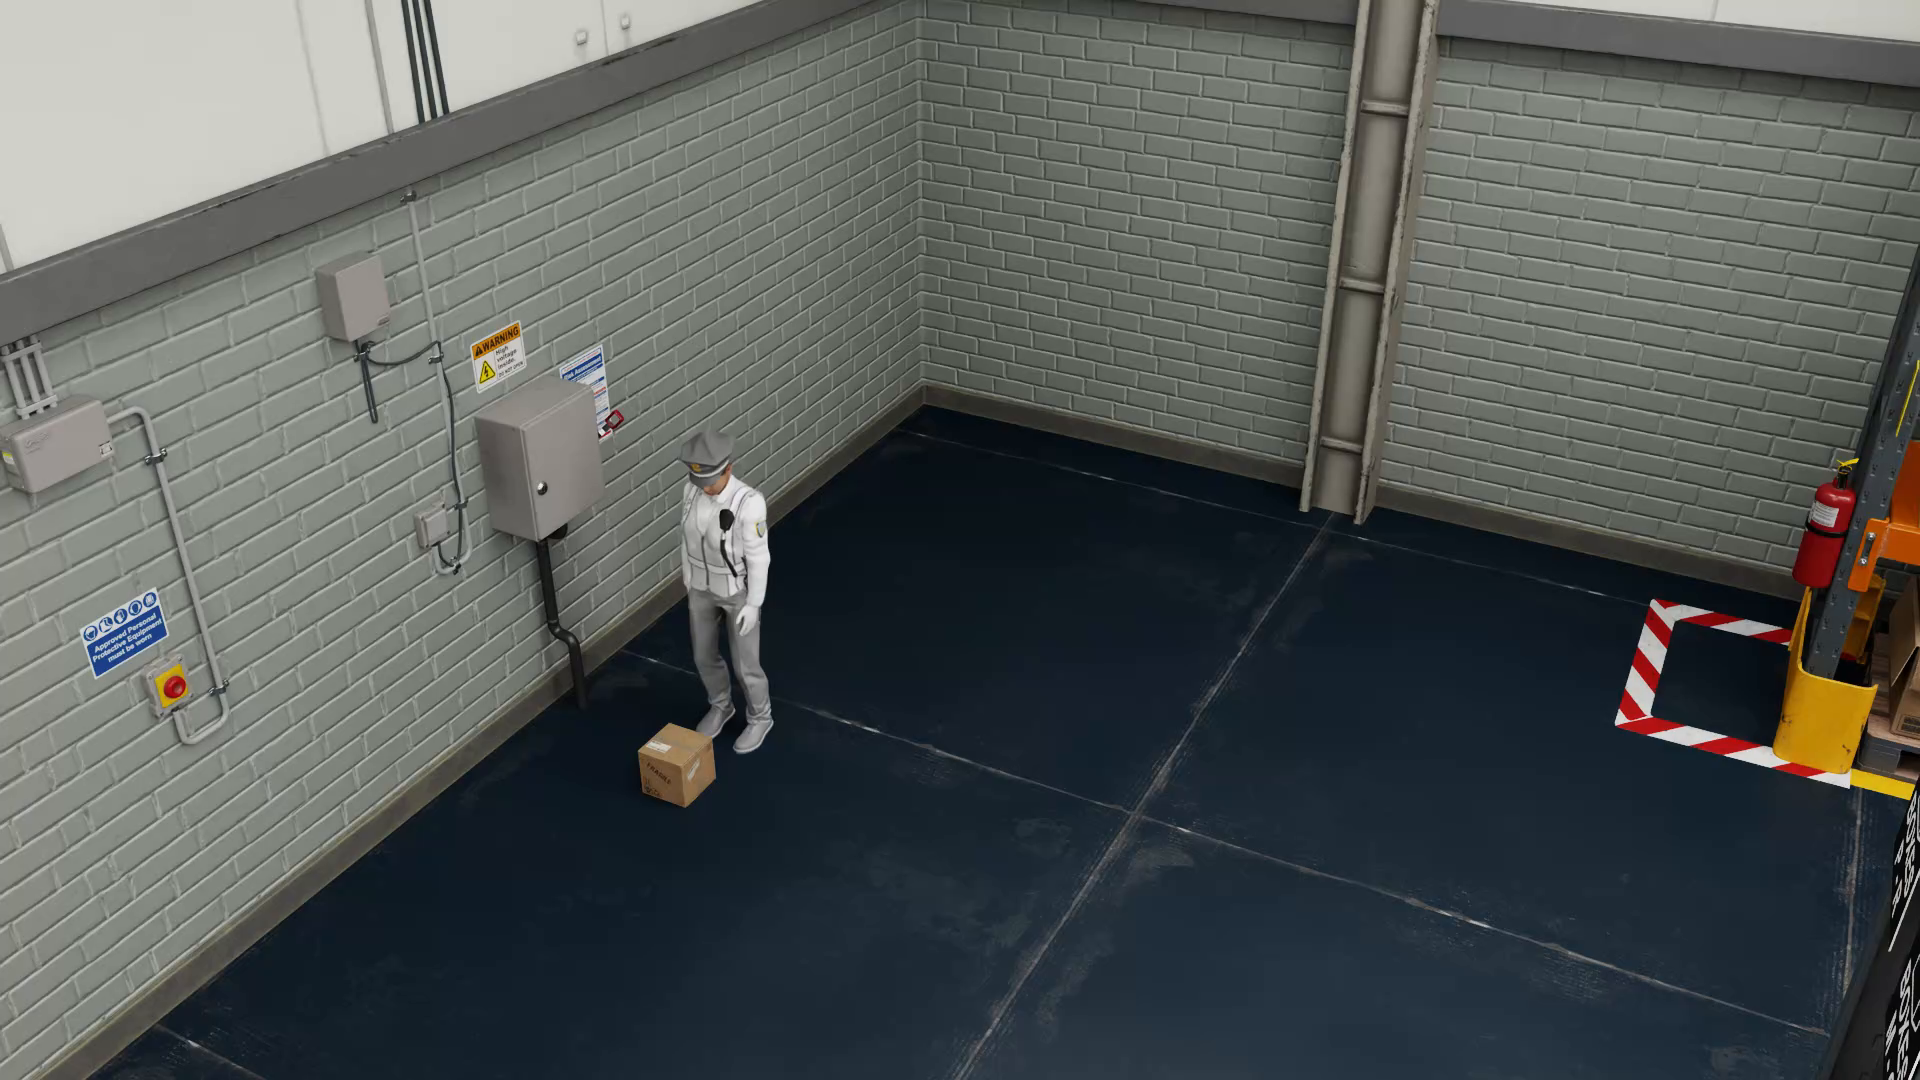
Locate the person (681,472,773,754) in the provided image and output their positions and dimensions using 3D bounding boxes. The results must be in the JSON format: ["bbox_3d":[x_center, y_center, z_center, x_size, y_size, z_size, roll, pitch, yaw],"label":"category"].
[{"bbox_3d":[-1.099,0.340,7.923,0.479,1.449,0.328,15,34,24],"label":"person"}]
